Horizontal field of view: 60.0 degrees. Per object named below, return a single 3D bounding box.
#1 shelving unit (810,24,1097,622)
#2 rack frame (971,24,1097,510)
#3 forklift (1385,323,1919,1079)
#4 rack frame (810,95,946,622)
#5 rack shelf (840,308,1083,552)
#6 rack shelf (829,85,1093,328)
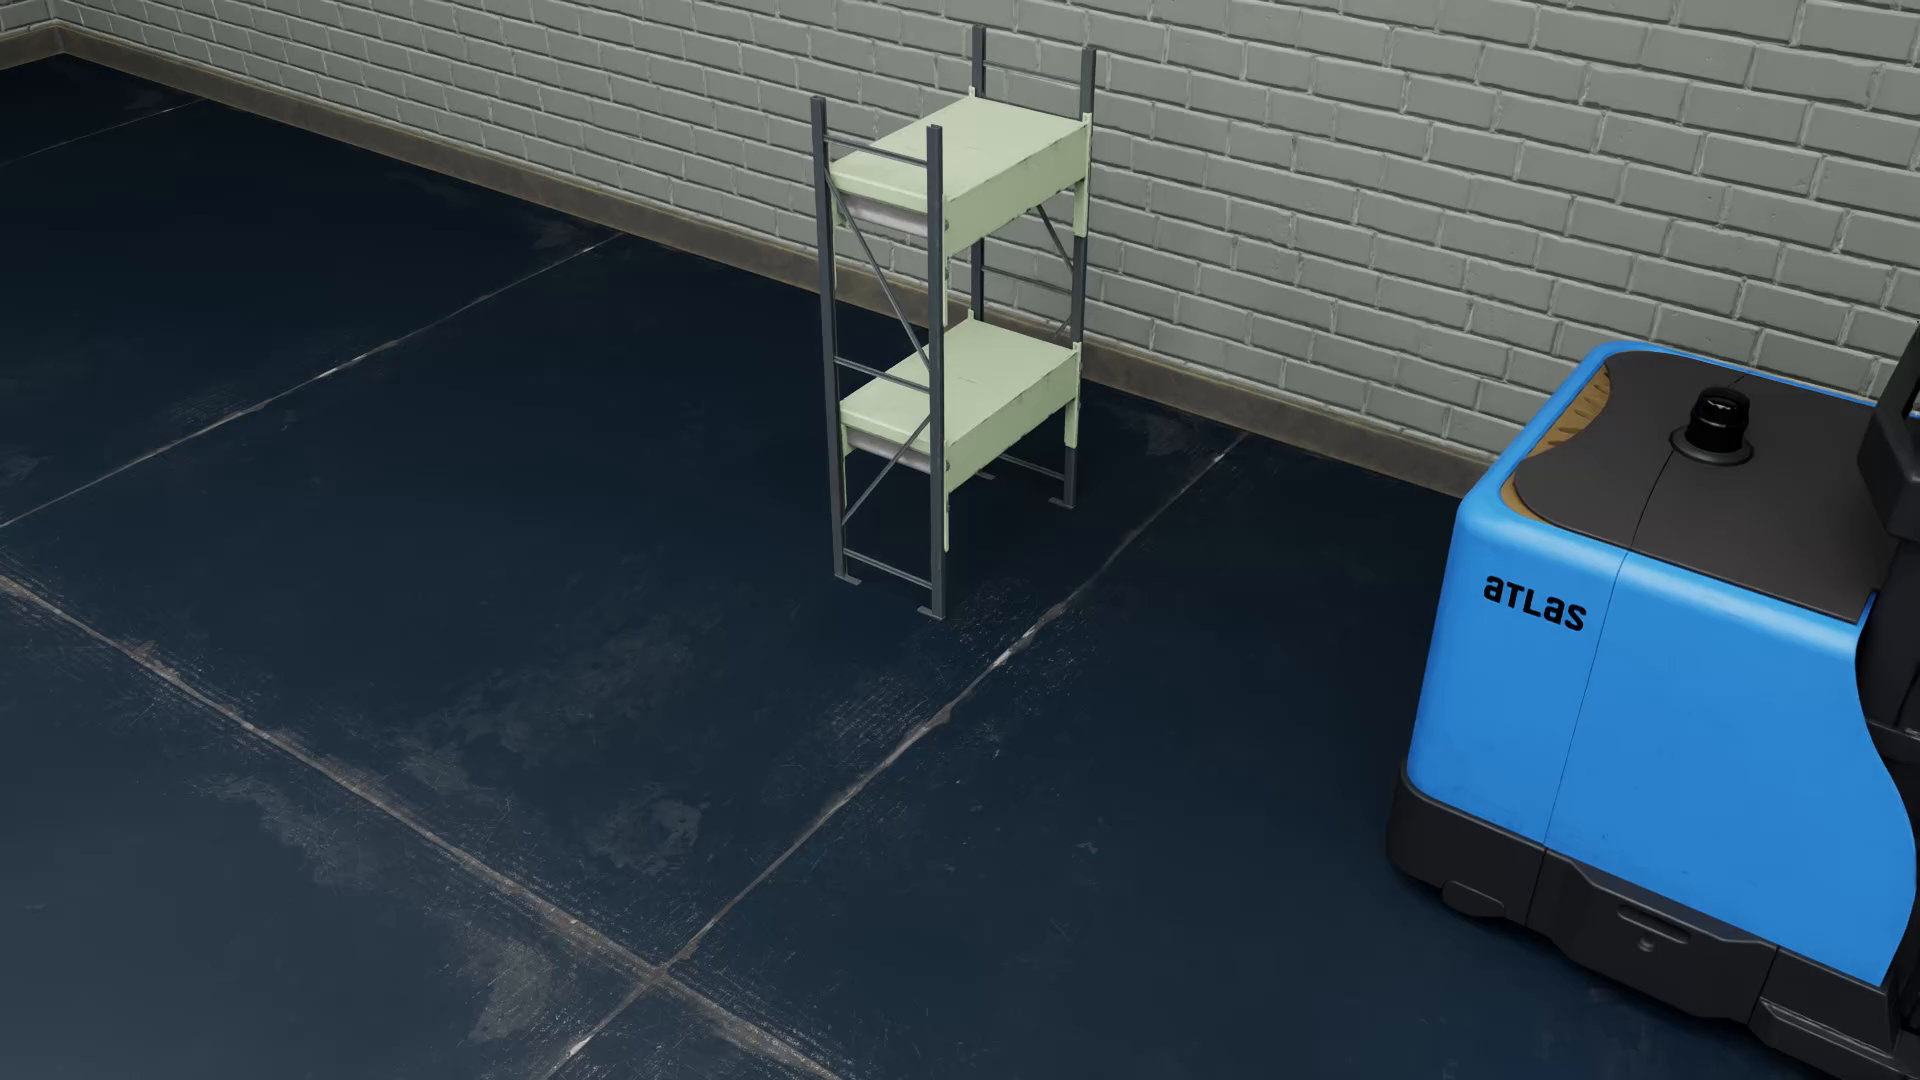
[{"bbox_3d":[-0.004,-0.618,4.825,0.431,1.500,0.755,21,39,28],"label":"shelving unit"},{"bbox_3d":[0.205,-0.787,5.074,0.400,1.500,0.023,21,39,28],"label":"rack frame"},{"bbox_3d":[2.523,-0.137,2.836,3.031,2.935,1.130,22,40,29],"label":"forklift"},{"bbox_3d":[-0.212,-0.450,4.576,0.400,1.500,0.023,21,39,28],"label":"rack frame"},{"bbox_3d":[-0.004,-0.348,5.008,0.431,0.370,0.720,21,39,28],"label":"rack shelf"},{"bbox_3d":[-0.004,-0.941,4.607,0.431,0.370,0.720,21,39,28],"label":"rack shelf"}]
